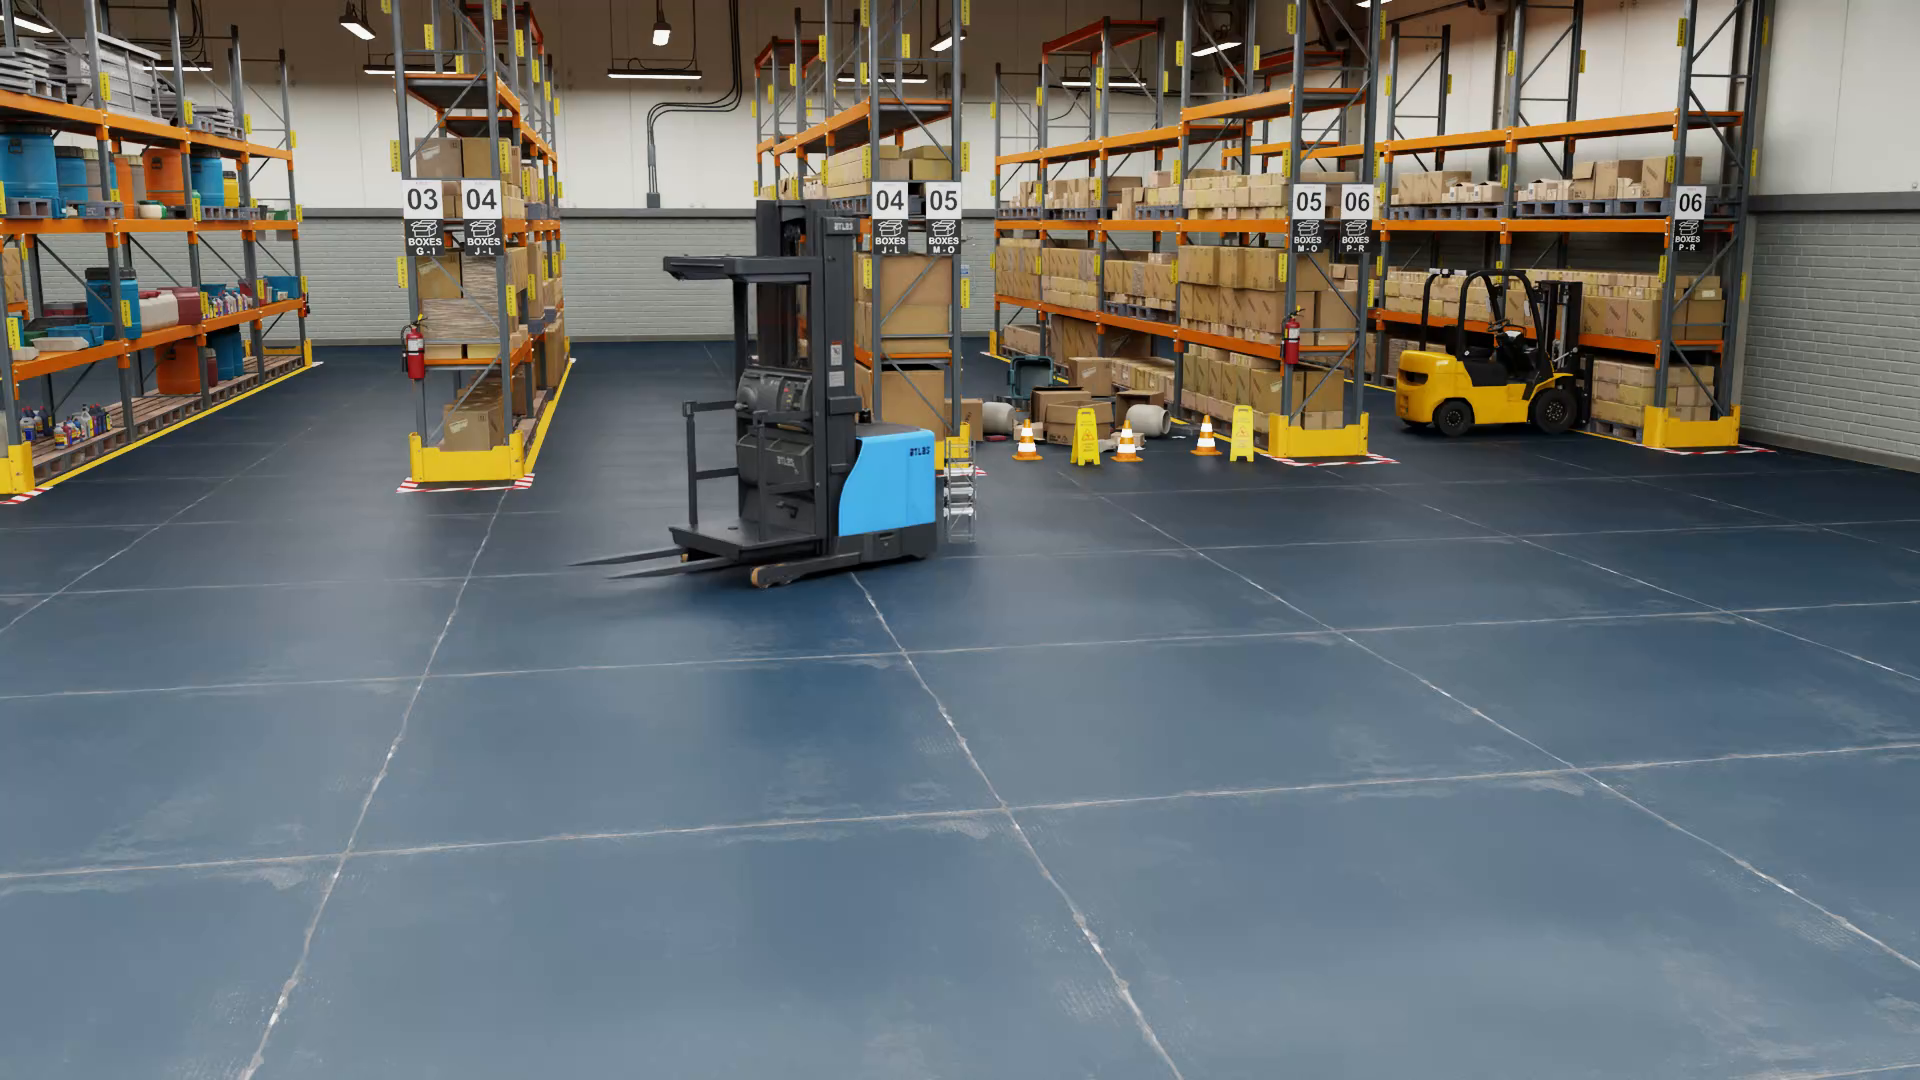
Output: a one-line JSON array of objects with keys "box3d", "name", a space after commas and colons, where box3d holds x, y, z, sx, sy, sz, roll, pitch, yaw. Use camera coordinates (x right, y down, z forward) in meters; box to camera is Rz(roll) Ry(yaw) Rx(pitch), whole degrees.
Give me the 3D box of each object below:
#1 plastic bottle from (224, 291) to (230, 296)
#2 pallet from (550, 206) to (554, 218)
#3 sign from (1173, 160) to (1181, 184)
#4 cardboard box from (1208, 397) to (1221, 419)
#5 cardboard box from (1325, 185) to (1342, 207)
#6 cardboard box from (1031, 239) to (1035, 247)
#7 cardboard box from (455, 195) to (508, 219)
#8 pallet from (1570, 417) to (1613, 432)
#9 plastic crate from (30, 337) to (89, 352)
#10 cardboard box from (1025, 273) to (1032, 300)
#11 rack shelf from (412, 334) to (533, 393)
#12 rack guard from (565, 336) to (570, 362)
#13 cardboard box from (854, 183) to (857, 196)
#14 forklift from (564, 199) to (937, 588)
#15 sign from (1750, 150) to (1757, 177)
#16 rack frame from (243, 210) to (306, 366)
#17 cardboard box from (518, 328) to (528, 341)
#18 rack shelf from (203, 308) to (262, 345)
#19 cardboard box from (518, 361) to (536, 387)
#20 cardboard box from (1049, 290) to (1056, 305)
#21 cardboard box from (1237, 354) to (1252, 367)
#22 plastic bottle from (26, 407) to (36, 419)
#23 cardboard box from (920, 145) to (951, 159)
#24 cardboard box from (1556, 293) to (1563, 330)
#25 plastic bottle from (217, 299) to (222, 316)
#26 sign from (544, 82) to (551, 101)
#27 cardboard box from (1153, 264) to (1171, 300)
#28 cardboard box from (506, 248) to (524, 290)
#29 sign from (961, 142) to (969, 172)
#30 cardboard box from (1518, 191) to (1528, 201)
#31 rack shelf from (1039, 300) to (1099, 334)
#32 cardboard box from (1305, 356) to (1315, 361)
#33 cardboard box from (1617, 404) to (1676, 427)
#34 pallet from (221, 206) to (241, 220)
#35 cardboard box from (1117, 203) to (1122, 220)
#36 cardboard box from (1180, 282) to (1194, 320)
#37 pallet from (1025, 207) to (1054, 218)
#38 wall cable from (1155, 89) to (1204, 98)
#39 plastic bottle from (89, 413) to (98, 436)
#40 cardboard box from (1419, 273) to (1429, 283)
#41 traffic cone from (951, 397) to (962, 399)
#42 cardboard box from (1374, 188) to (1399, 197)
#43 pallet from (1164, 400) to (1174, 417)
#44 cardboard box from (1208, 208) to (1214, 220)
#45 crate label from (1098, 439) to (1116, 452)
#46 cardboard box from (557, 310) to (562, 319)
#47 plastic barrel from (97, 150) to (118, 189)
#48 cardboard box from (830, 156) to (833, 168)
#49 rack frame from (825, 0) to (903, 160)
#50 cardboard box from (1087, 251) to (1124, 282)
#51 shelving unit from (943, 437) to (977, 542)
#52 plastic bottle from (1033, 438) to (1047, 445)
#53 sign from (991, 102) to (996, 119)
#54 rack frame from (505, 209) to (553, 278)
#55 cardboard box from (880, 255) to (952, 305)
[{"box3d": [-12.208, -3.971, 27.670, 0.144, 0.351, 0.185, -2, 11, -11], "name": "plastic bottle"}, {"box3d": [-7.857, -5.918, 29.981, 1.003, 0.211, 1.213, -2, 11, -11], "name": "pallet"}, {"box3d": [3.025, -5.131, 23.172, 0.100, 0.325, 0.005, -2, 11, -11], "name": "sign"}, {"box3d": [3.639, -1.773, 22.222, 0.500, 0.250, 0.500, -2, 11, -12], "name": "cardboard box"}, {"box3d": [4.510, -4.145, 20.034, 0.500, 0.250, 0.500, -2, 11, -12], "name": "cardboard box"}, {"box3d": [1.590, -5.746, 32.186, 0.380, 0.149, 0.250, -2, 11, -11], "name": "cardboard box"}, {"box3d": [-5.215, -3.634, 18.147, 0.500, 0.250, 0.500, -2, 11, -9], "name": "cardboard box"}, {"box3d": [8.791, -1.670, 22.908, 1.003, 0.211, 1.213, -2, 11, -11], "name": "pallet"}, {"box3d": [-10.447, -2.272, 19.316, 0.530, 0.136, 0.437, -2, 11, -11], "name": "plastic crate"}, {"box3d": [1.566, -4.917, 32.240, 0.500, 0.500, 0.500, -2, 11, -12], "name": "cardboard box"}, {"box3d": [-5.764, -2.150, 19.894, 1.077, 0.370, 4.000, -2, 11, -11], "name": "rack shelf"}, {"box3d": [-8.491, -3.848, 33.574, 1.175, 0.500, 0.348, -2, 11, -11], "name": "rack guard"}, {"box3d": [-1.034, -4.092, 19.434, 0.380, 0.149, 0.250, -2, 11, -10], "name": "cardboard box"}, {"box3d": [-1.632, -1.179, 13.052, 3.031, 2.935, 1.130, -9, 14, -40], "name": "forklift"}, {"box3d": [9.760, -4.639, 20.476, 0.100, 0.325, 0.005, -2, 11, -11], "name": "sign"}, {"box3d": [-13.345, -4.891, 32.371, 1.000, 3.000, 0.127, -2, 11, -11], "name": "rack frame"}, {"box3d": [-5.635, -2.582, 20.912, 0.380, 0.149, 0.250, -2, 11, -11], "name": "cardboard box"}, {"box3d": [-12.178, -3.437, 26.657, 1.077, 0.370, 4.000, -2, 11, -11], "name": "rack shelf"}, {"box3d": [-6.660, -2.369, 24.627, 0.700, 0.500, 0.500, -3, 11, -16], "name": "cardboard box"}, {"box3d": [1.941, -4.439, 30.398, 0.500, 0.250, 0.500, -2, 11, -12], "name": "cardboard box"}, {"box3d": [3.752, -2.288, 21.186, 0.380, 0.149, 0.250, -2, 11, -10], "name": "cardboard box"}, {"box3d": [-11.261, -1.442, 20.157, 0.144, 0.351, 0.185, -2, 11, -9], "name": "plastic bottle"}, {"box3d": [-0.242, -4.368, 18.752, 0.380, 0.149, 0.250, -2, 11, -10], "name": "cardboard box"}, {"box3d": [8.484, -3.182, 23.126, 0.500, 0.500, 0.500, -2, 11, -12], "name": "cardboard box"}, {"box3d": [-11.776, -3.686, 26.383, 0.097, 0.271, 0.097, 0, 11, 0], "name": "plastic bottle"}, {"box3d": [-7.179, -7.804, 28.922, 0.100, 0.325, 0.005, -2, 11, -11], "name": "sign"}, {"box3d": [3.156, -3.799, 24.450, 0.500, 0.500, 0.500, -2, 11, -11], "name": "cardboard box"}, {"box3d": [-5.600, -3.301, 20.279, 0.500, 0.500, 0.500, -2, 11, -11], "name": "cardboard box"}, {"box3d": [0.056, -4.259, 18.481, 0.100, 0.325, 0.005, -2, 11, -11], "name": "sign"}, {"box3d": [8.226, -4.924, 23.803, 0.380, 0.149, 0.250, -2, 11, -10], "name": "cardboard box"}, {"box3d": [2.401, -3.978, 29.496, 1.077, 0.370, 4.000, -2, 11, -11], "name": "rack shelf"}, {"box3d": [6.867, -3.663, 31.482, 0.500, 0.500, 0.500, -2, 11, -12], "name": "cardboard box"}, {"box3d": [8.813, -1.608, 21.355, 0.500, 0.250, 0.500, -2, 11, -11], "name": "cardboard box"}, {"box3d": [-12.095, -5.190, 26.425, 1.003, 0.211, 1.213, -2, 11, -11], "name": "pallet"}, {"box3d": [2.734, -5.261, 26.652, 0.396, 0.266, 0.258, -2, 11, -11], "name": "cardboard box"}, {"box3d": [3.380, -3.335, 23.133, 0.500, 0.500, 0.500, -2, 11, -11], "name": "cardboard box"}, {"box3d": [1.863, -6.278, 31.874, 1.003, 0.211, 1.213, -2, 11, -11], "name": "pallet"}, {"box3d": [6.261, -12.374, 40.765, 2.988, 3.039, 0.133, -2, 11, -11], "name": "wall cable"}, {"box3d": [-10.493, -1.401, 20.121, 0.061, 0.283, 0.133, -1, 11, -7], "name": "plastic bottle"}, {"box3d": [7.701, -4.256, 27.035, 0.380, 0.149, 0.250, -2, 11, -10], "name": "cardboard box"}, {"box3d": [-0.047, -2.087, 24.422, 0.336, 0.463, 0.334, -2, 11, -11], "name": "traffic cone"}, {"box3d": [7.301, -5.940, 28.397, 0.380, 0.149, 0.250, -2, 11, -9], "name": "cardboard box"}, {"box3d": [3.415, -2.003, 24.658, 1.003, 0.211, 1.213, -2, 11, -11], "name": "pallet"}, {"box3d": [3.551, -4.376, 22.314, 0.380, 0.149, 0.250, -2, 11, -9], "name": "cardboard box"}, {"box3d": [1.761, -1.162, 20.435, 0.250, 0.136, 0.298, -9, 14, -40], "name": "crate label"}, {"box3d": [-8.106, -3.952, 31.998, 0.875, 0.875, 0.875, -2, 11, -11], "name": "cardboard box"}, {"box3d": [-11.577, -4.735, 22.189, 0.600, 0.901, 0.708, -2, 11, -11], "name": "plastic barrel"}, {"box3d": [-1.479, -4.903, 21.563, 0.380, 0.149, 0.250, -2, 11, -11], "name": "cardboard box"}, {"box3d": [-1.268, -5.979, 22.043, 1.000, 3.000, 0.127, -2, 11, -11], "name": "rack frame"}, {"box3d": [2.433, -4.590, 27.847, 0.500, 0.500, 0.500, -2, 11, -13], "name": "cardboard box"}, {"box3d": [-0.002, -0.444, 14.620, 0.258, 0.900, 0.210, -2, 11, -11], "name": "shelving unit"}, {"box3d": [0.980, -1.259, 21.148, 0.133, 0.061, 0.283, -6, 13, -31], "name": "plastic bottle"}, {"box3d": [0.689, -8.896, 34.448, 0.100, 0.325, 0.005, -2, 11, -11], "name": "sign"}, {"box3d": [-7.708, -4.337, 29.463, 1.000, 3.000, 0.127, -2, 11, -11], "name": "rack frame"}, {"box3d": [-0.524, -2.972, 19.000, 0.875, 0.550, 0.550, -2, 11, -11], "name": "cardboard box"}]
